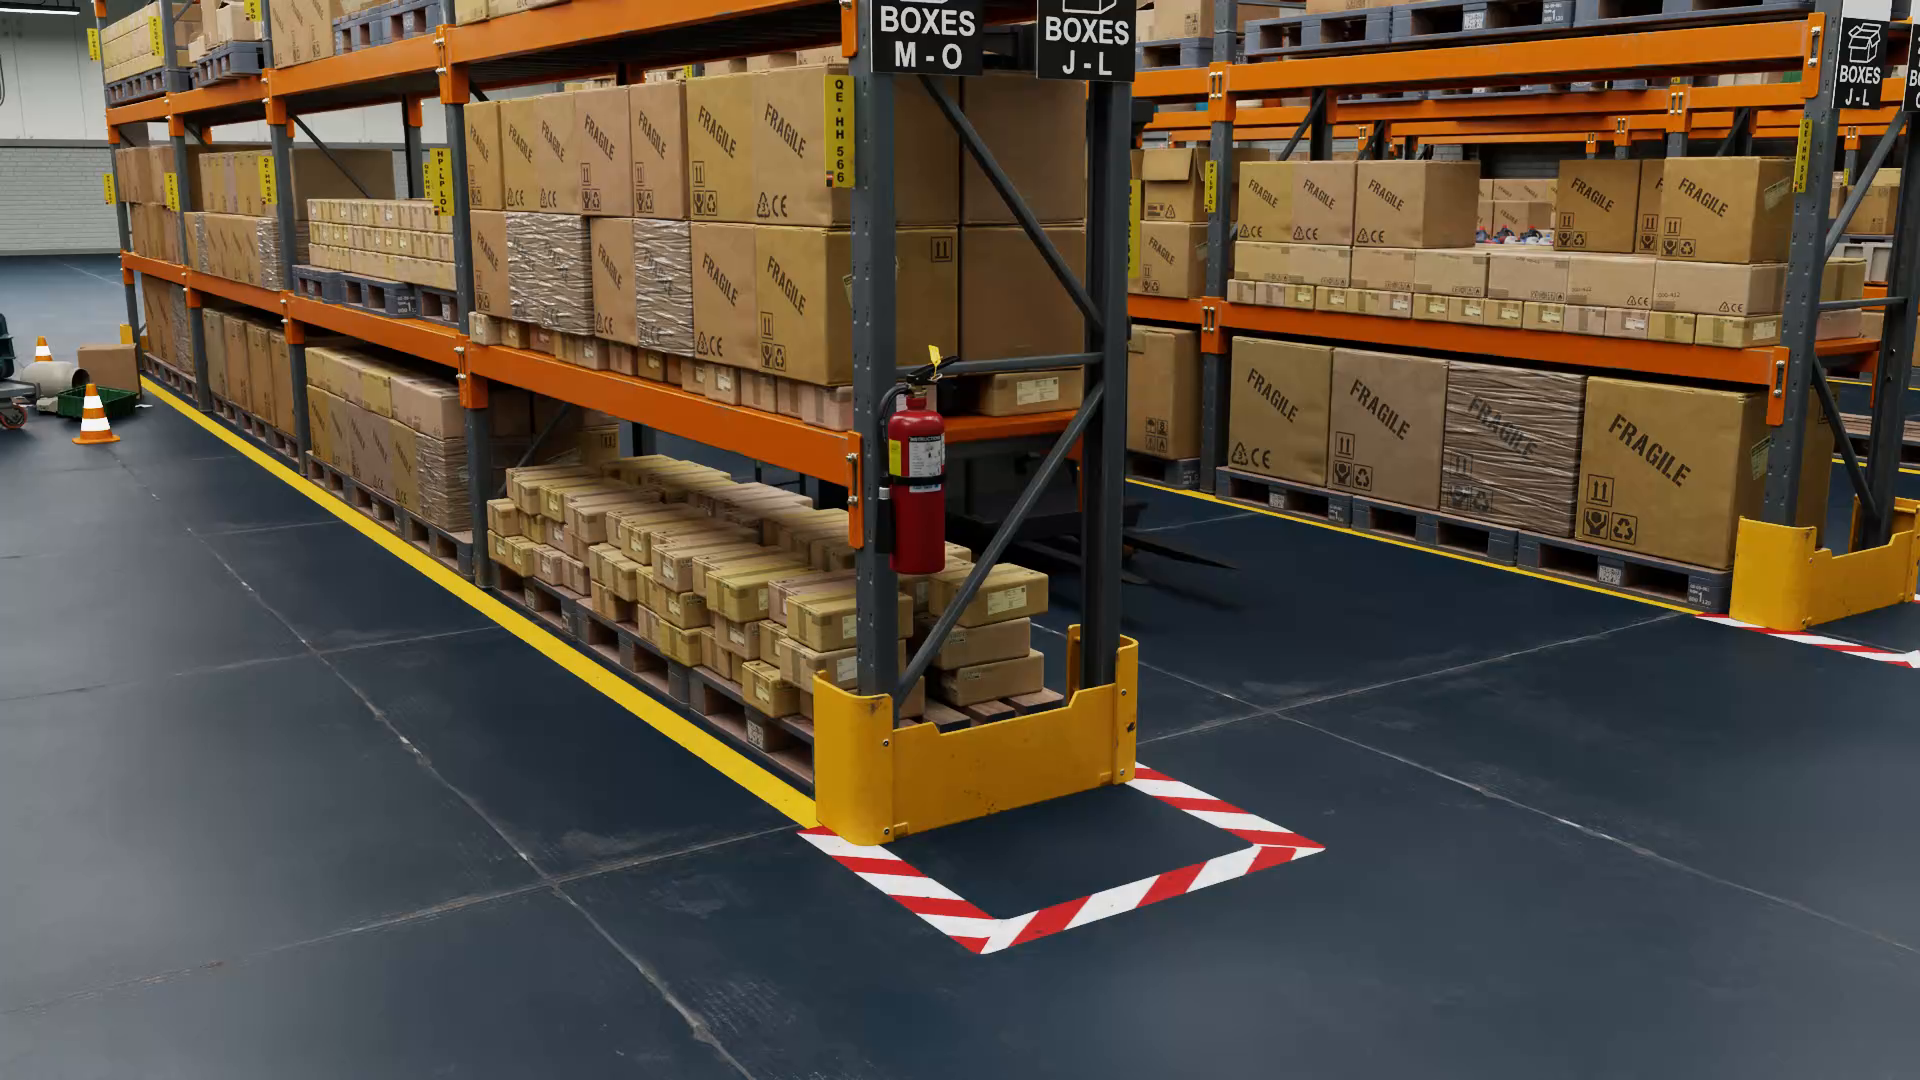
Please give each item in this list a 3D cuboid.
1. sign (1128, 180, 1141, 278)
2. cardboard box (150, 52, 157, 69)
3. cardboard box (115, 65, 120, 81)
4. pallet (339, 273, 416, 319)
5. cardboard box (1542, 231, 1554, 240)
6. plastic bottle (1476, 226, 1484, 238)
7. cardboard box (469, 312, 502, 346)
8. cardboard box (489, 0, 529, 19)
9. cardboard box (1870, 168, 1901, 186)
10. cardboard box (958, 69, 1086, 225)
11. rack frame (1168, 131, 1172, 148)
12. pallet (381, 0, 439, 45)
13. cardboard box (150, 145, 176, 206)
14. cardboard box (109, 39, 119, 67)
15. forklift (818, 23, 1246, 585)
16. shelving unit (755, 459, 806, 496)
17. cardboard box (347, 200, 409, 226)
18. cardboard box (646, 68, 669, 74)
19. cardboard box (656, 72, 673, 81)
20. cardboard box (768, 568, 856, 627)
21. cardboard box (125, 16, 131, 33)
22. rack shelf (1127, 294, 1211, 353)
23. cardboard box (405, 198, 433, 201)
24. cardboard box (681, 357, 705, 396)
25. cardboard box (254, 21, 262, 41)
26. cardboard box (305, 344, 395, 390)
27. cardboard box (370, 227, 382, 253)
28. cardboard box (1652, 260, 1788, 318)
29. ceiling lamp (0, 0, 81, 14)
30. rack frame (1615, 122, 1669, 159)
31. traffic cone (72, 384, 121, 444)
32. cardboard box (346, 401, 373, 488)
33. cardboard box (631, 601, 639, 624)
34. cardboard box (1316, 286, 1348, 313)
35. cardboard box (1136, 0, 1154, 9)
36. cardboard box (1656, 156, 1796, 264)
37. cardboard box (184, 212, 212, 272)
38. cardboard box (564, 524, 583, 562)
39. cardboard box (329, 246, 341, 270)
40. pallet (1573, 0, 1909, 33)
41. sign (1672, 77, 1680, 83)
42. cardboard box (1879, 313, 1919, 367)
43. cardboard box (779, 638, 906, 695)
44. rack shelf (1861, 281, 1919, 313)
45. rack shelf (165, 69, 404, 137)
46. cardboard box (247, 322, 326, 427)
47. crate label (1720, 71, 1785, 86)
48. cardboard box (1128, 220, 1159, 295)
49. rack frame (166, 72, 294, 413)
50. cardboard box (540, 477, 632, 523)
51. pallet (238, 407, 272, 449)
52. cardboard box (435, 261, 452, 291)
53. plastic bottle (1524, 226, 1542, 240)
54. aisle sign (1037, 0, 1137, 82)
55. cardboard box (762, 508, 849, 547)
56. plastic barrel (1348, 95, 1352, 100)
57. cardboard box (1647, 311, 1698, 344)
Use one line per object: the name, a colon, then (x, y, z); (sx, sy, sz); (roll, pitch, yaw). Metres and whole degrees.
sign: (0.566, -1.047, 5.602); (0.100, 0.325, 0.005); (-8, 15, -33)
cardboard box: (-7.142, -4.362, 15.139); (0.380, 0.149, 0.250); (-8, 15, -32)
cardboard box: (-8.406, -4.768, 16.995); (0.380, 0.149, 0.250); (-8, 15, -32)
pallet: (-3.187, -1.542, 10.340); (1.003, 0.211, 1.213); (-8, 15, -33)
cardboard box: (7.388, -3.728, 20.477); (0.380, 0.149, 0.250); (-8, 15, -33)
plastic bottle: (4.867, -2.765, 15.601); (0.144, 0.351, 0.185); (-8, 15, -33)
cardboard box: (-2.217, -1.060, 8.273); (0.380, 0.149, 0.250); (-7, 14, -31)
cardboard box: (-1.780, -2.462, 7.428); (0.500, 0.250, 0.500); (-8, 15, -34)
cardboard box: (12.291, -4.765, 21.896); (0.500, 0.250, 0.500); (-8, 14, -31)
cardboard box: (0.087, -1.354, 5.761); (0.500, 0.500, 0.500); (-8, 15, -33)
rack frame: (3.683, -5.147, 26.375); (1.000, 3.000, 0.127); (-8, 15, -33)
pallet: (-2.355, -2.767, 8.913); (1.213, 0.211, 1.003); (-8, 15, -33)
cardboard box: (-7.112, -3.449, 15.732); (0.875, 0.550, 0.550); (-8, 15, -33)
cardboard box: (-8.414, -4.991, 17.078); (0.500, 0.250, 0.500); (-8, 15, -33)
forklift: (0.332, -1.318, 9.026); (1.130, 2.935, 3.031); (-8, 14, -31)
shelving unit: (-0.943, -0.945, 10.671); (0.431, 1.500, 0.755); (-11, 17, -42)
cardboard box: (-3.642, -2.064, 10.491); (0.380, 0.149, 0.250); (-7, 14, -30)
cardboard box: (-3.496, -5.633, 19.476); (0.500, 0.500, 0.500); (-8, 15, -33)
cardboard box: (-3.053, -4.966, 17.947); (0.380, 0.149, 0.250); (-9, 15, -36)
cardboard box: (-0.481, 0.221, 6.126); (0.380, 0.149, 0.250); (-8, 15, -32)
cardboard box: (-7.844, -4.978, 16.086); (0.380, 0.149, 0.250); (-8, 15, -32)
rack shelf: (0.975, -1.845, 12.960); (1.077, 0.370, 4.000); (-8, 15, -33)
cardboard box: (-3.665, -2.323, 11.675); (0.380, 0.149, 0.250); (-9, 15, -35)
cardboard box: (-0.842, -0.646, 6.384); (0.380, 0.149, 0.250); (-9, 15, -35)
cardboard box: (-4.833, -3.668, 11.924); (0.380, 0.166, 0.250); (-8, 15, -33)
cardboard box: (-4.138, -1.182, 11.357); (0.500, 0.250, 0.500); (-9, 15, -35)
cardboard box: (-3.350, -1.824, 10.092); (0.380, 0.149, 0.250); (-7, 14, -31)
cardboard box: (3.810, -1.256, 8.238); (0.500, 0.250, 0.500); (-8, 15, -34)
ceiling lamp: (-21.685, -13.850, 38.470); (2.000, 3.185, 0.800); (-8, 15, -33)
rack frame: (8.116, -3.724, 19.868); (1.000, 3.000, 0.127); (-8, 15, -33)
traffic cone: (-7.048, -1.038, 13.523); (0.336, 0.463, 0.334); (-8, 15, -33)
cardboard box: (-3.569, -0.631, 10.594); (0.500, 0.500, 0.500); (-9, 15, -34)
cardboard box: (-1.206, 0.283, 7.238); (0.380, 0.149, 0.250); (-8, 14, -31)
cardboard box: (2.409, -1.486, 10.222); (0.380, 0.149, 0.250); (-9, 15, -34)
cardboard box: (1.017, -3.912, 12.483); (0.797, 0.503, 0.637); (-8, 15, -34)
cardboard box: (3.811, -1.623, 8.162); (0.500, 0.500, 0.500); (-8, 15, -32)
cardboard box: (-6.467, -2.618, 14.576); (0.500, 0.500, 0.500); (-8, 15, -32)
cardboard box: (-1.640, -0.005, 7.857); (0.380, 0.149, 0.250); (-9, 15, -36)
cardboard box: (-3.940, -1.866, 10.979); (0.380, 0.149, 0.250); (-7, 14, -30)
pallet: (3.880, -2.682, 8.290); (1.003, 0.211, 1.213); (-8, 15, -33)
sign: (5.747, -3.832, 13.320); (0.100, 0.325, 0.005); (-8, 15, -33)
cardboard box: (9.820, -2.060, 17.082); (0.500, 0.500, 0.500); (-8, 15, -33)
cardboard box: (-0.416, 0.422, 5.904); (0.380, 0.149, 0.250); (-9, 15, -34)
rack shelf: (7.315, -1.720, 12.388); (1.077, 0.370, 4.000); (-8, 15, -33)
rack shelf: (-5.426, -3.452, 13.290); (1.077, 0.370, 4.000); (-8, 15, -33)
cardboard box: (-5.068, -1.363, 13.356); (1.050, 0.750, 0.750); (-8, 15, -32)
crate label: (6.237, -3.642, 13.091); (0.293, 0.136, 0.466); (-8, 15, -33)
cardboard box: (1.328, -2.029, 11.885); (0.500, 0.500, 0.500); (-8, 14, -31)
rack frame: (-6.534, -2.694, 15.160); (1.000, 3.000, 0.127); (-8, 15, -33)
cardboard box: (-1.799, -0.193, 8.023); (0.380, 0.149, 0.250); (-8, 15, -34)
pallet: (-5.364, -0.986, 13.878); (1.003, 0.211, 1.213); (-8, 15, -33)
cardboard box: (-2.631, -1.447, 9.063); (0.380, 0.149, 0.250); (-8, 15, -32)
plastic bottle: (5.433, -2.799, 15.757); (0.144, 0.351, 0.185); (-8, 15, -33)
aisle sign: (0.404, -1.852, 5.226); (0.394, 0.787, 0.004); (-8, 15, -33)
cardboard box: (-0.639, -0.028, 7.267); (0.380, 0.149, 0.250); (-8, 15, -32)
plastic barrel: (4.073, -4.750, 17.276); (0.421, 0.512, 0.421); (0, 12, 0)
cardboard box: (3.683, -1.077, 8.352); (0.380, 0.149, 0.250); (-8, 15, -32)
